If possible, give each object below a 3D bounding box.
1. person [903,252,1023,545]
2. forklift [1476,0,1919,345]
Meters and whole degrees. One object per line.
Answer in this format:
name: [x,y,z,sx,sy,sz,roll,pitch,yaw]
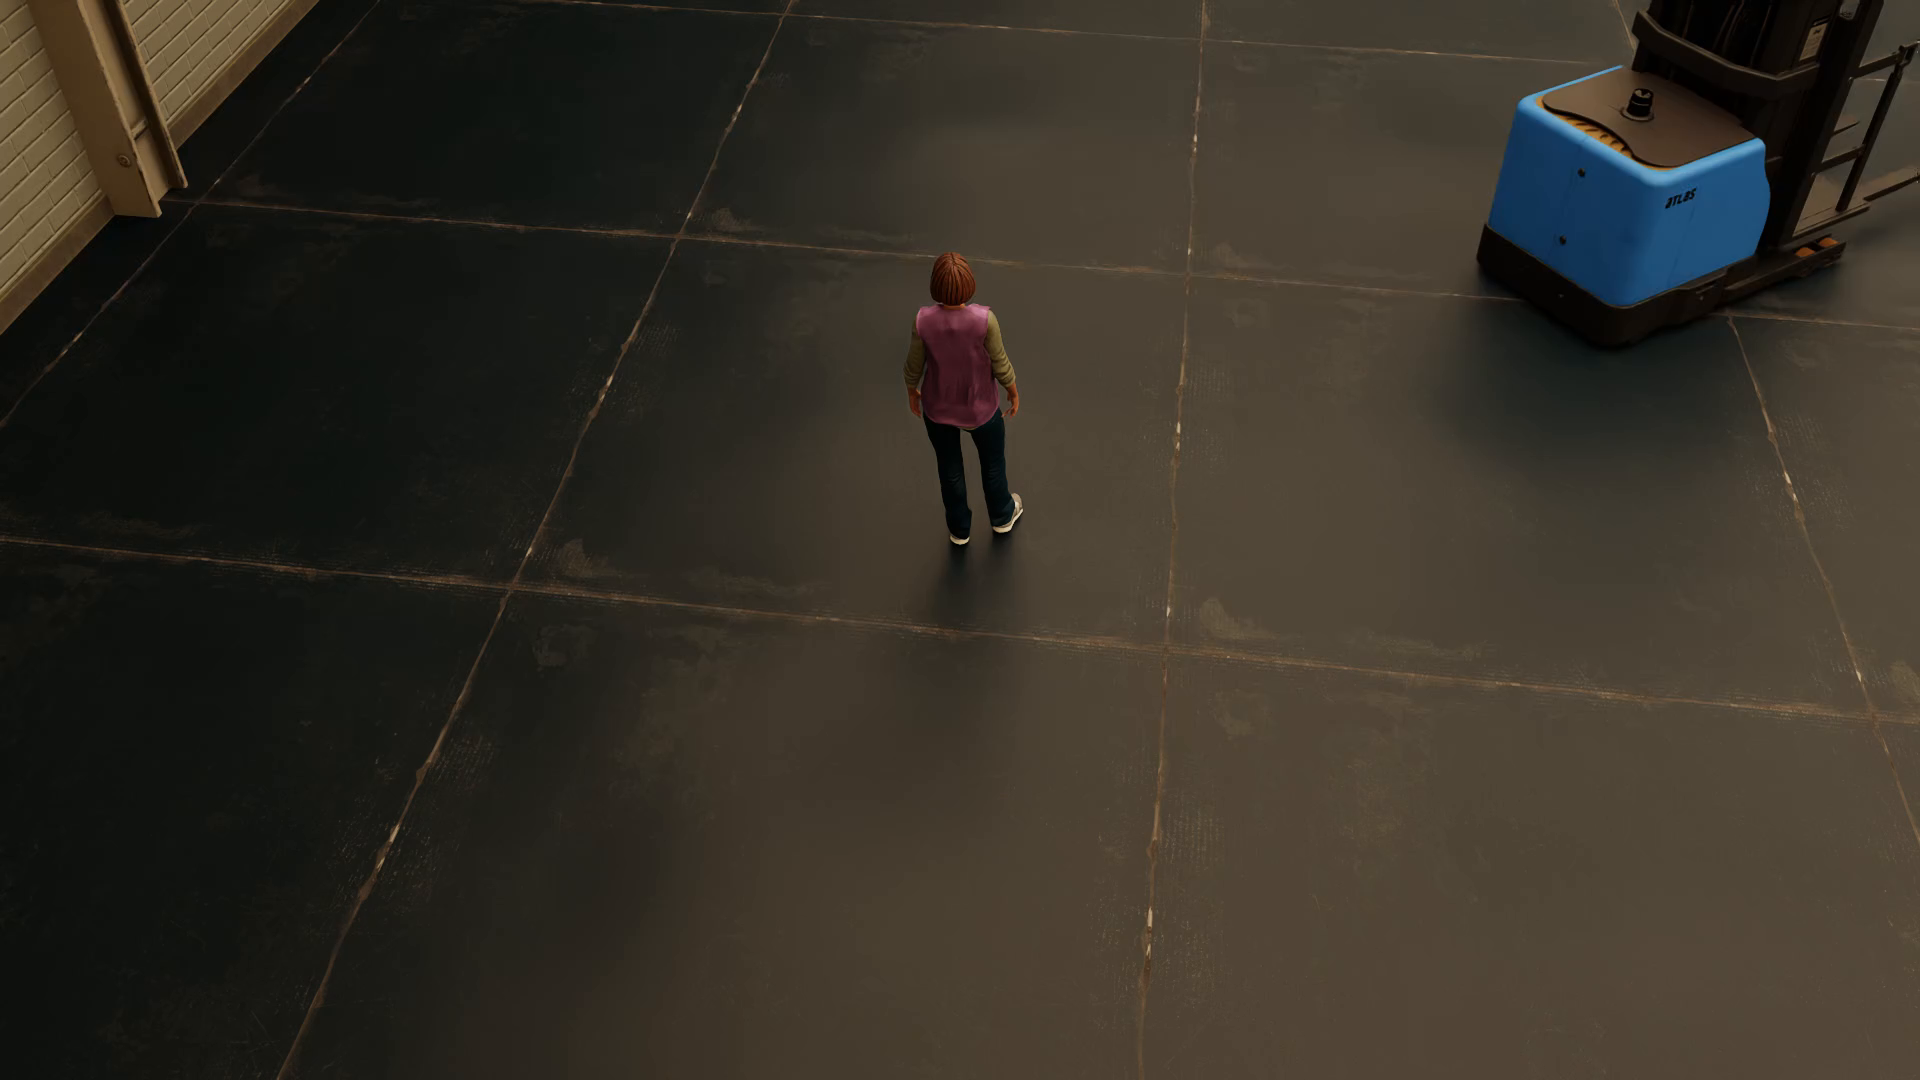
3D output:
person: [0.024,-0.642,7.398,0.520,1.597,0.476,5,43,6]
forklift: [4.492,-2.872,8.850,3.031,2.935,1.130,-22,47,-22]
